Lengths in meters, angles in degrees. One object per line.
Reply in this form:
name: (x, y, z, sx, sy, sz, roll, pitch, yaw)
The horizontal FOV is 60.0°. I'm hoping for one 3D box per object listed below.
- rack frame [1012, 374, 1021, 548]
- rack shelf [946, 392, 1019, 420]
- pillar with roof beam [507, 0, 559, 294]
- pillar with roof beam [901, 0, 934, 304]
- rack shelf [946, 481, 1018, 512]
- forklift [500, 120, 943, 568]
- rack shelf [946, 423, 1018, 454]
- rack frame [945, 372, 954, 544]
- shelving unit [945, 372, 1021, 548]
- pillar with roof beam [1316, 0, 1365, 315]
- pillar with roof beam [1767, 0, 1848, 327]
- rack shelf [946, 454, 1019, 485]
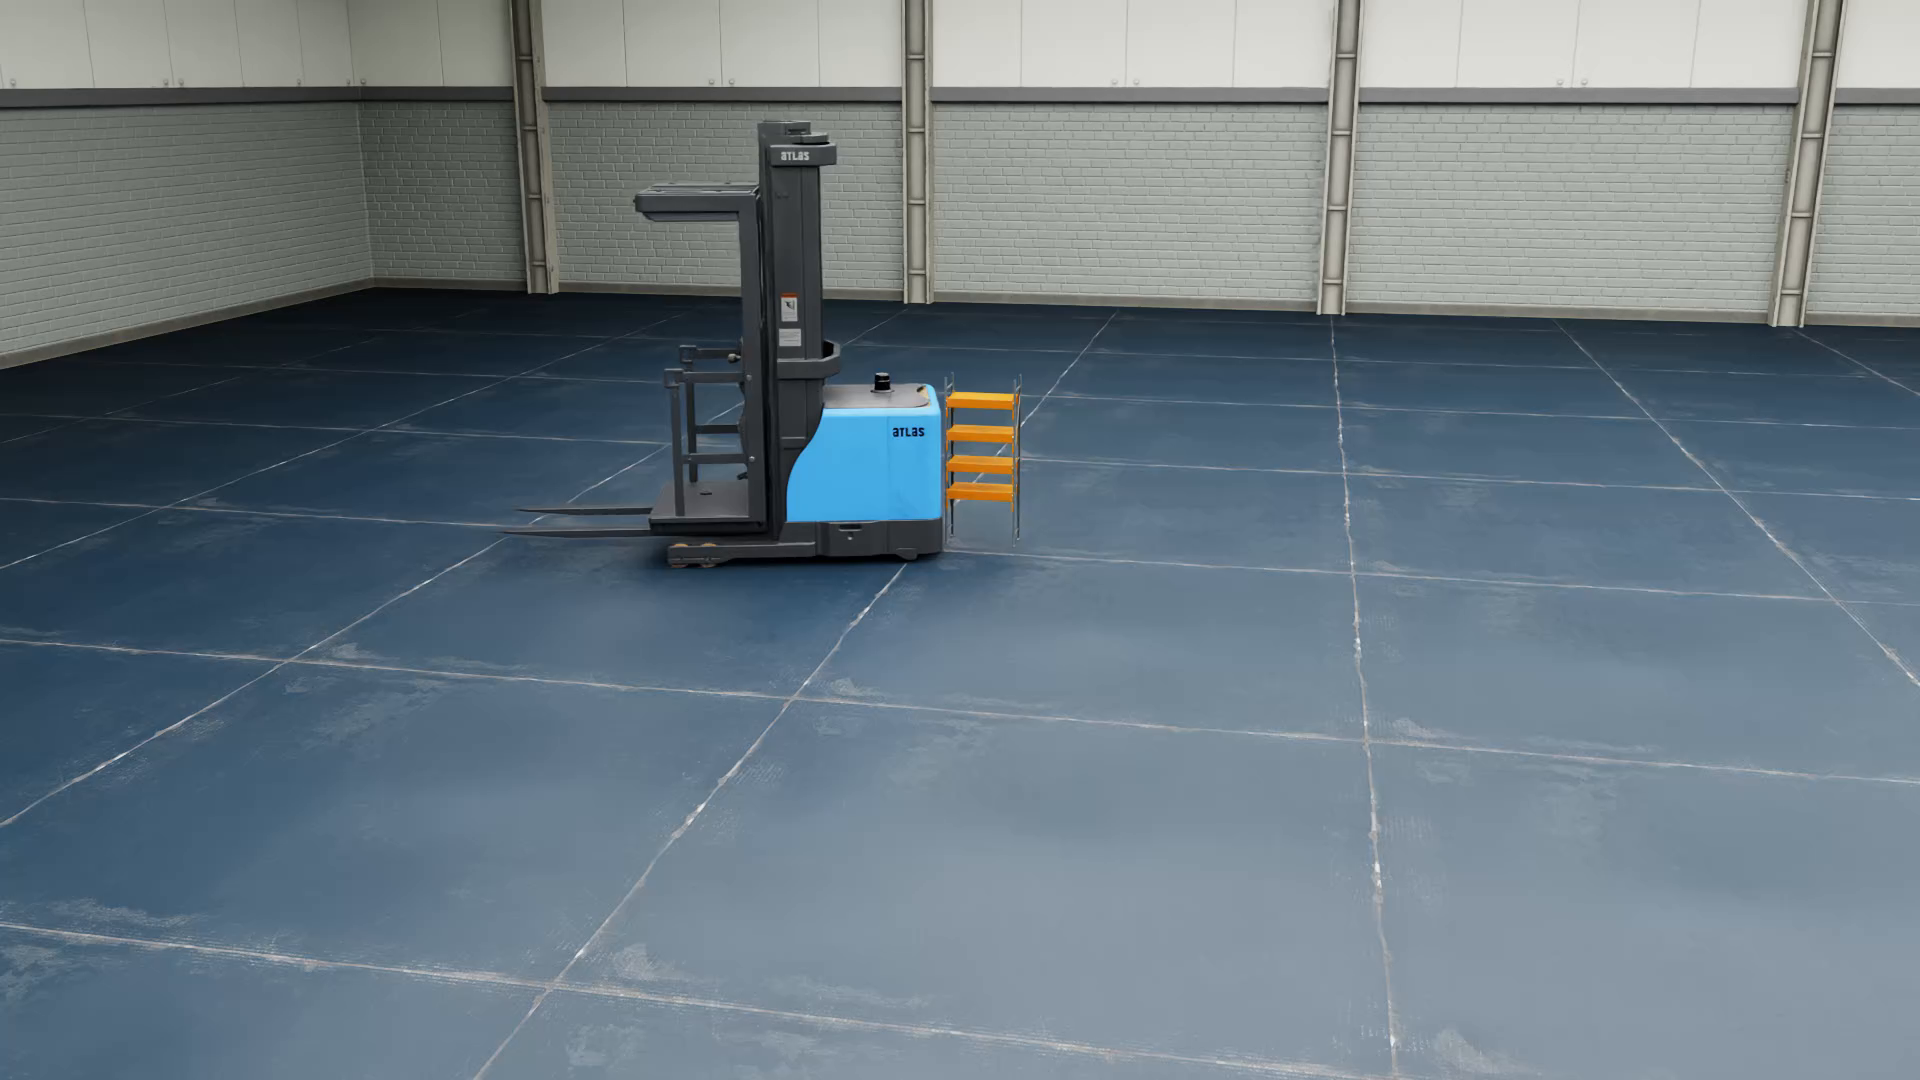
rack frame: (0.401, -0.556, 11.753, 0.015, 1.200, 0.240, 3, 16, 11)
rack shelf: (0.162, -0.948, 11.695, 0.480, 0.148, 0.258, 3, 16, 11)
pillar with roof beam: (-7.350, -7.071, 20.663, 0.400, 9.000, 9.100, 3, 16, 11)
pillar with roof beam: (-1.470, -6.752, 19.511, 0.400, 9.000, 9.100, 3, 16, 11)
rack shelf: (0.162, -0.313, 11.871, 0.480, 0.148, 0.258, 3, 16, 11)
forklift: (-1.656, -1.367, 11.436, 3.031, 2.935, 1.130, -1, 16, -3)
rack shelf: (0.162, -0.720, 11.758, 0.480, 0.148, 0.258, 3, 16, 11)
rack frame: (-0.077, -0.582, 11.847, 0.015, 1.200, 0.240, 3, 16, 11)
shelving unit: (0.162, -0.569, 11.800, 0.503, 1.200, 0.258, 3, 16, 11)
pillar with roof beam: (4.410, -6.433, 18.359, 0.400, 9.000, 9.100, 3, 16, 11)
pillar with roof beam: (10.289, -6.114, 17.206, 0.400, 9.000, 9.100, 3, 16, 11)
rack shelf: (0.162, -0.505, 11.818, 0.480, 0.148, 0.258, 3, 16, 11)
